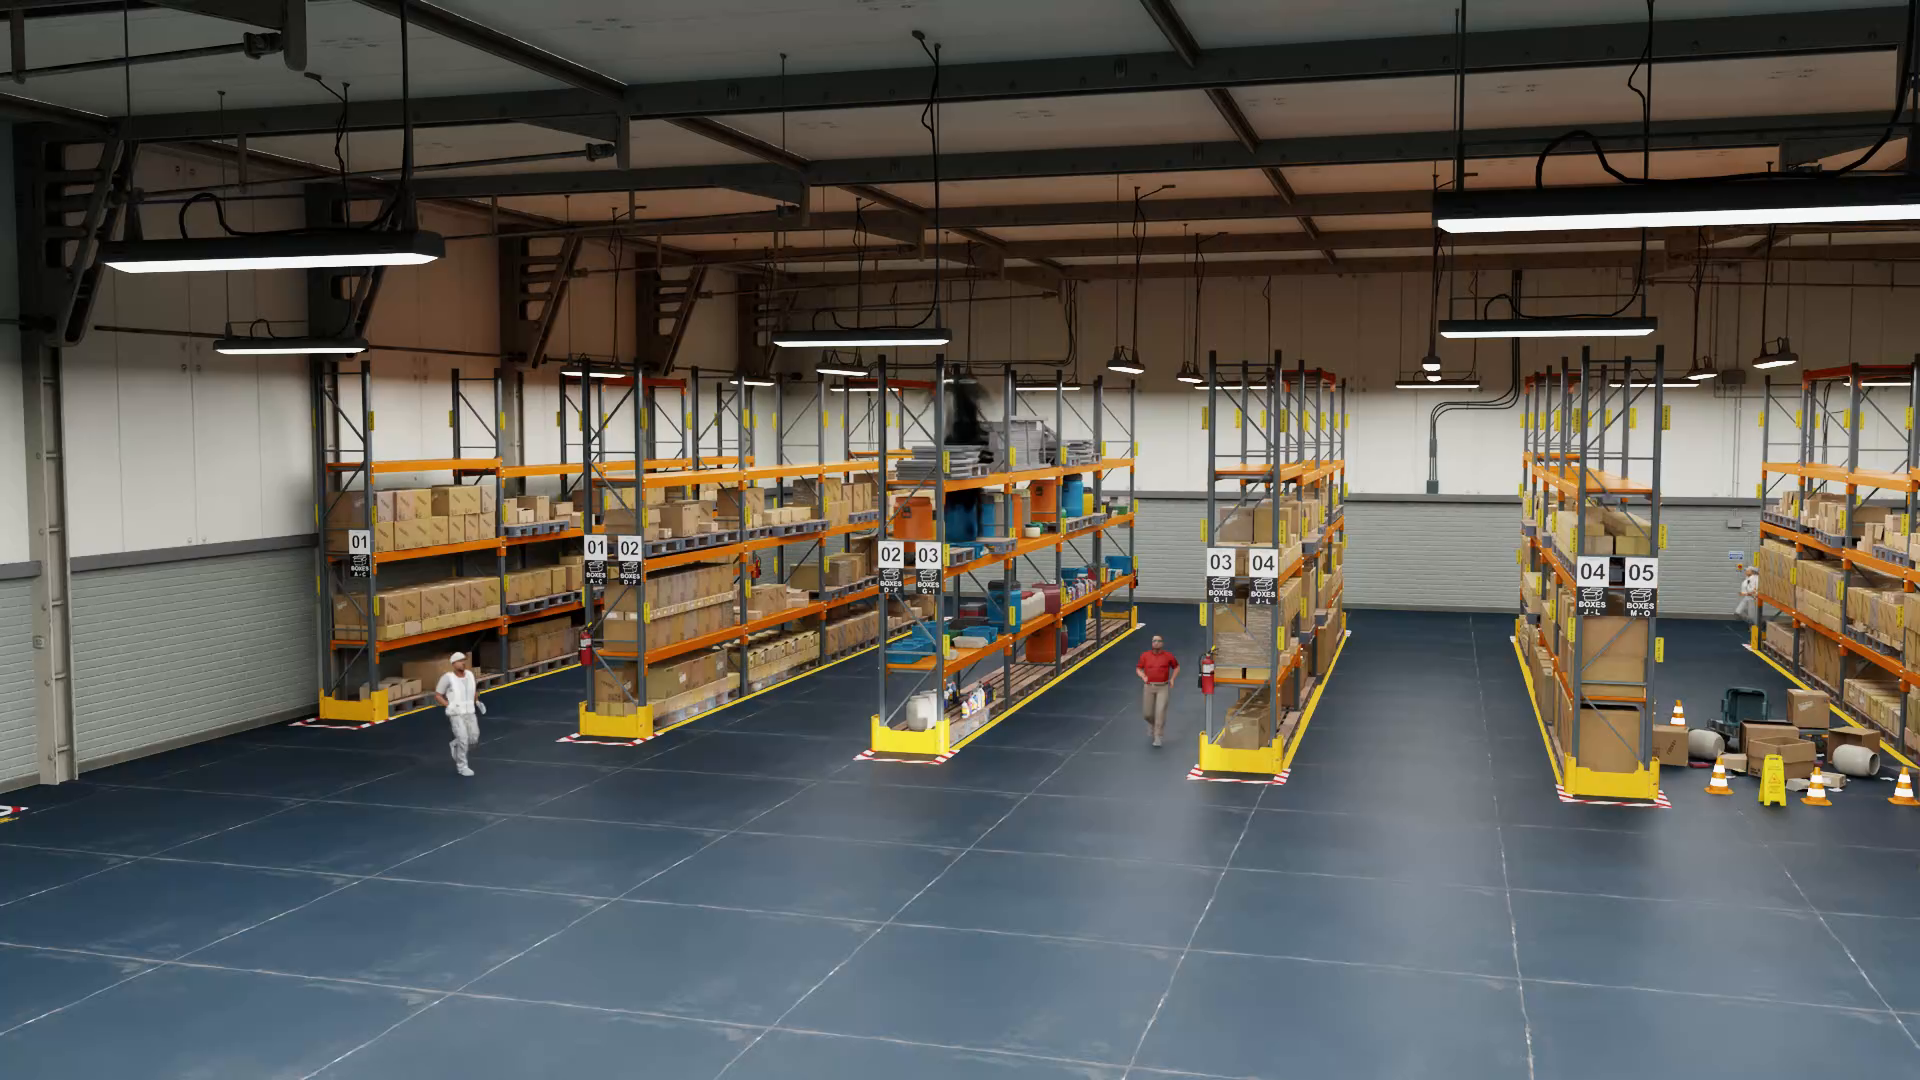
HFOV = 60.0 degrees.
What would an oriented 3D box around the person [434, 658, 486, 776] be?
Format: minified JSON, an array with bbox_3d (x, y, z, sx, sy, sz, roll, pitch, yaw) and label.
[{"bbox_3d":[-7.127,2.474,23.610,0.616,1.704,0.683,3,5,37],"label":"person"}]

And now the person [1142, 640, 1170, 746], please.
[{"bbox_3d":[3.050,2.346,25.805,0.425,1.617,0.727,1,4,13],"label":"person"}]

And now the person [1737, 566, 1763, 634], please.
[{"bbox_3d":[18.490,1.403,38.951,0.653,1.619,0.586,0,4,-3],"label":"person"}]
